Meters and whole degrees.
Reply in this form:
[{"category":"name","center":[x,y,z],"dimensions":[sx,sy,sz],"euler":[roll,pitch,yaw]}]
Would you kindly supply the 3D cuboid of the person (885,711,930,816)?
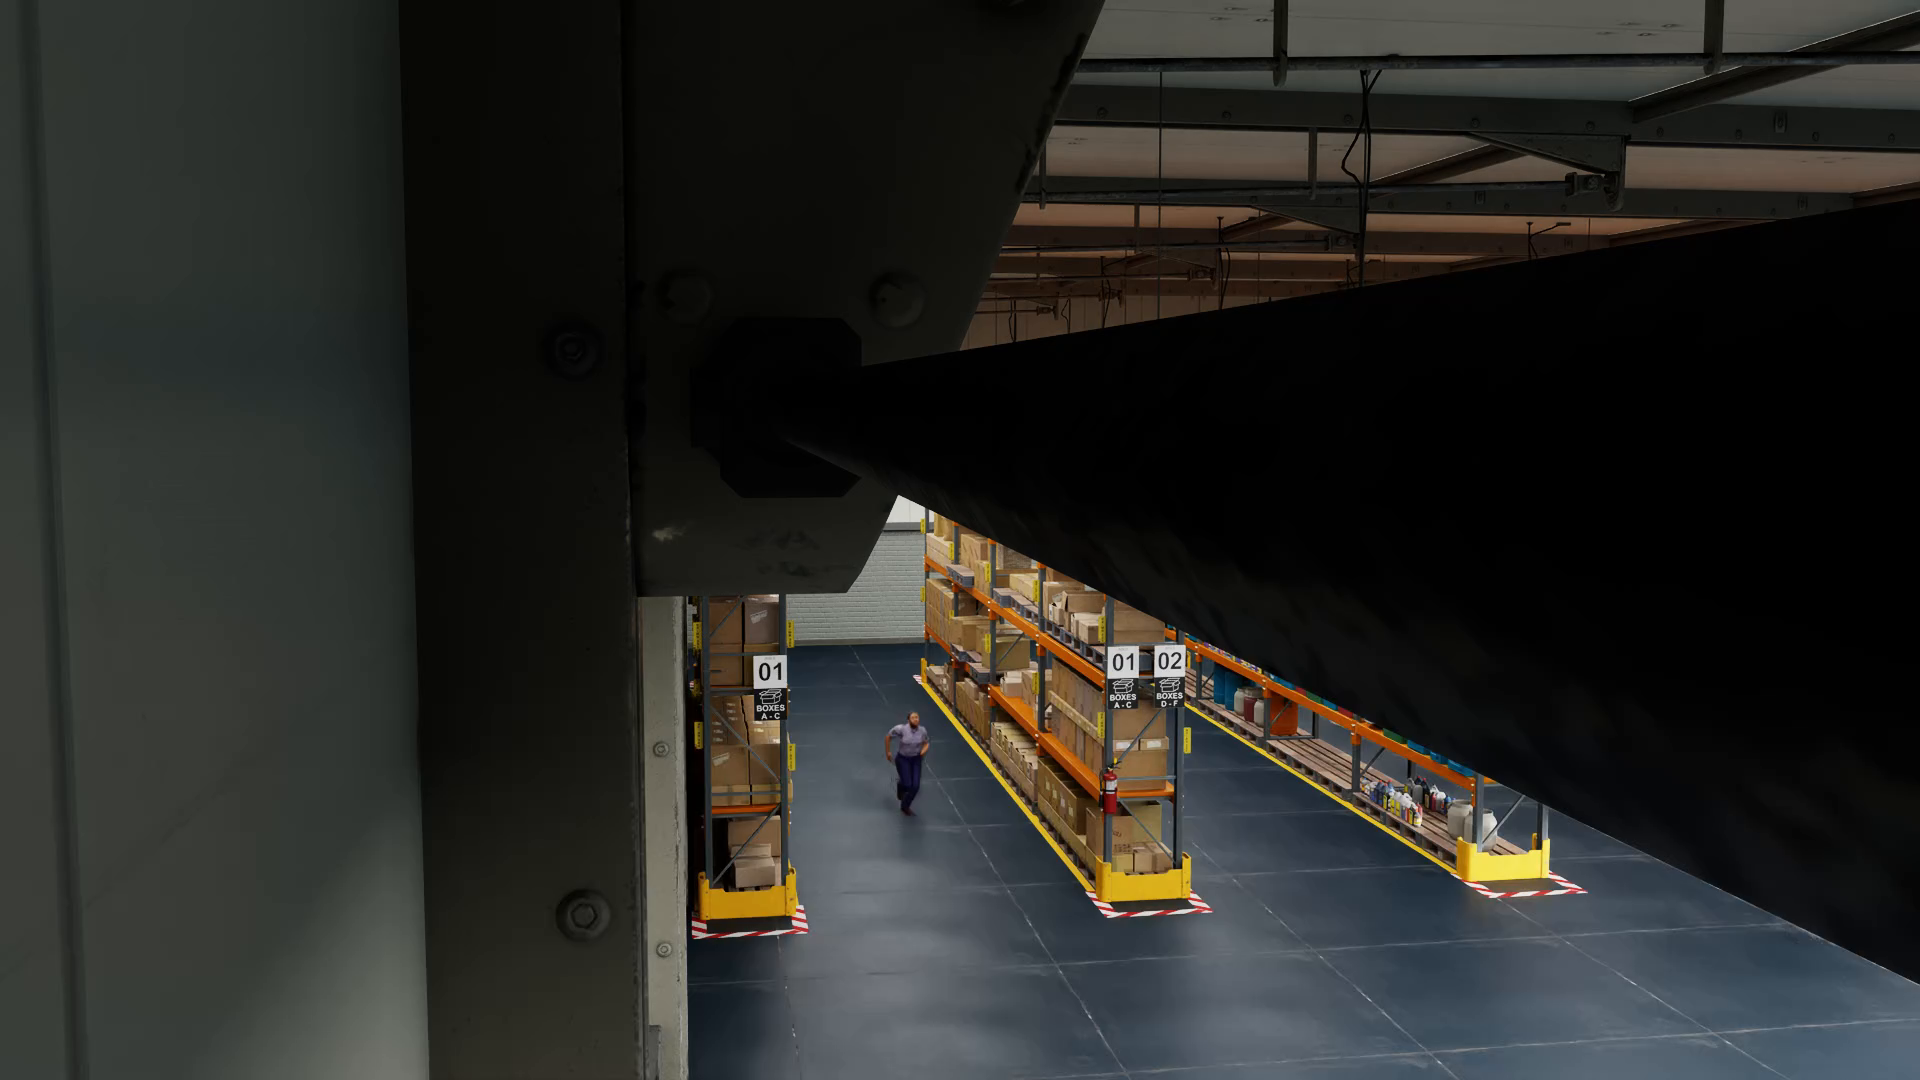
[{"category":"person","center":[-0.760,3.358,24.991],"dimensions":[0.645,1.589,0.623],"euler":[-2,5,-21]}]
